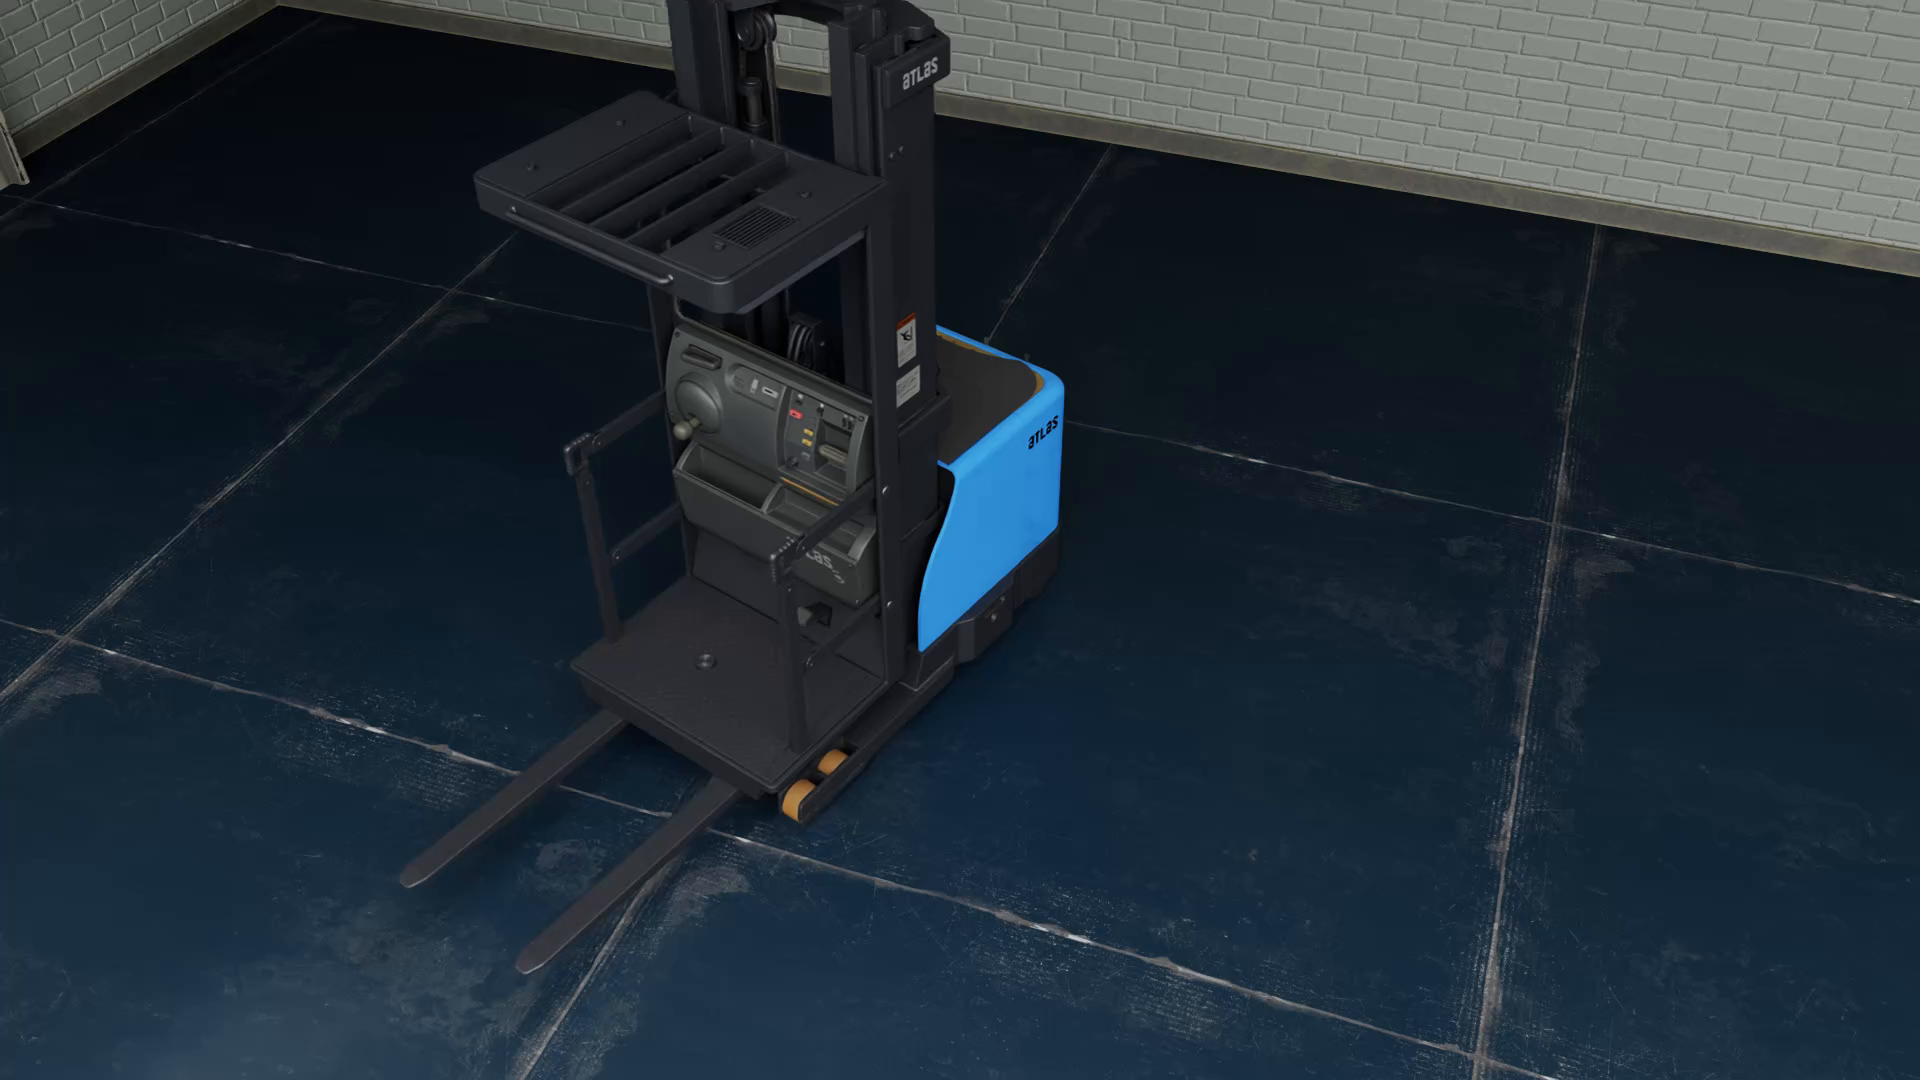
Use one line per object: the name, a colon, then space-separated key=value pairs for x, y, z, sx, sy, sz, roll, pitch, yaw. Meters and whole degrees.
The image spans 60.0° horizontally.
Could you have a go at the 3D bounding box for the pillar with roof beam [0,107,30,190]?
pillar with roof beam: x=-1.928 y=-4.608 z=6.171 sx=9.100 sy=9.000 sz=0.400 roll=13 pitch=42 yaw=15

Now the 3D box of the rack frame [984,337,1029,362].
rack frame: x=0.204 y=-0.511 z=7.609 sx=0.240 sy=0.900 sz=0.006 roll=26 pitch=47 yaw=27

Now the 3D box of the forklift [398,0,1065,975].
forklift: x=-0.835 y=-0.388 z=5.900 sx=1.130 sy=2.935 sz=3.031 roll=26 pitch=47 yaw=27

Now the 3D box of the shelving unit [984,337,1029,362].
shelving unit: x=0.143 y=-0.458 z=7.547 sx=0.258 sy=0.900 sz=0.210 roll=26 pitch=47 yaw=27
